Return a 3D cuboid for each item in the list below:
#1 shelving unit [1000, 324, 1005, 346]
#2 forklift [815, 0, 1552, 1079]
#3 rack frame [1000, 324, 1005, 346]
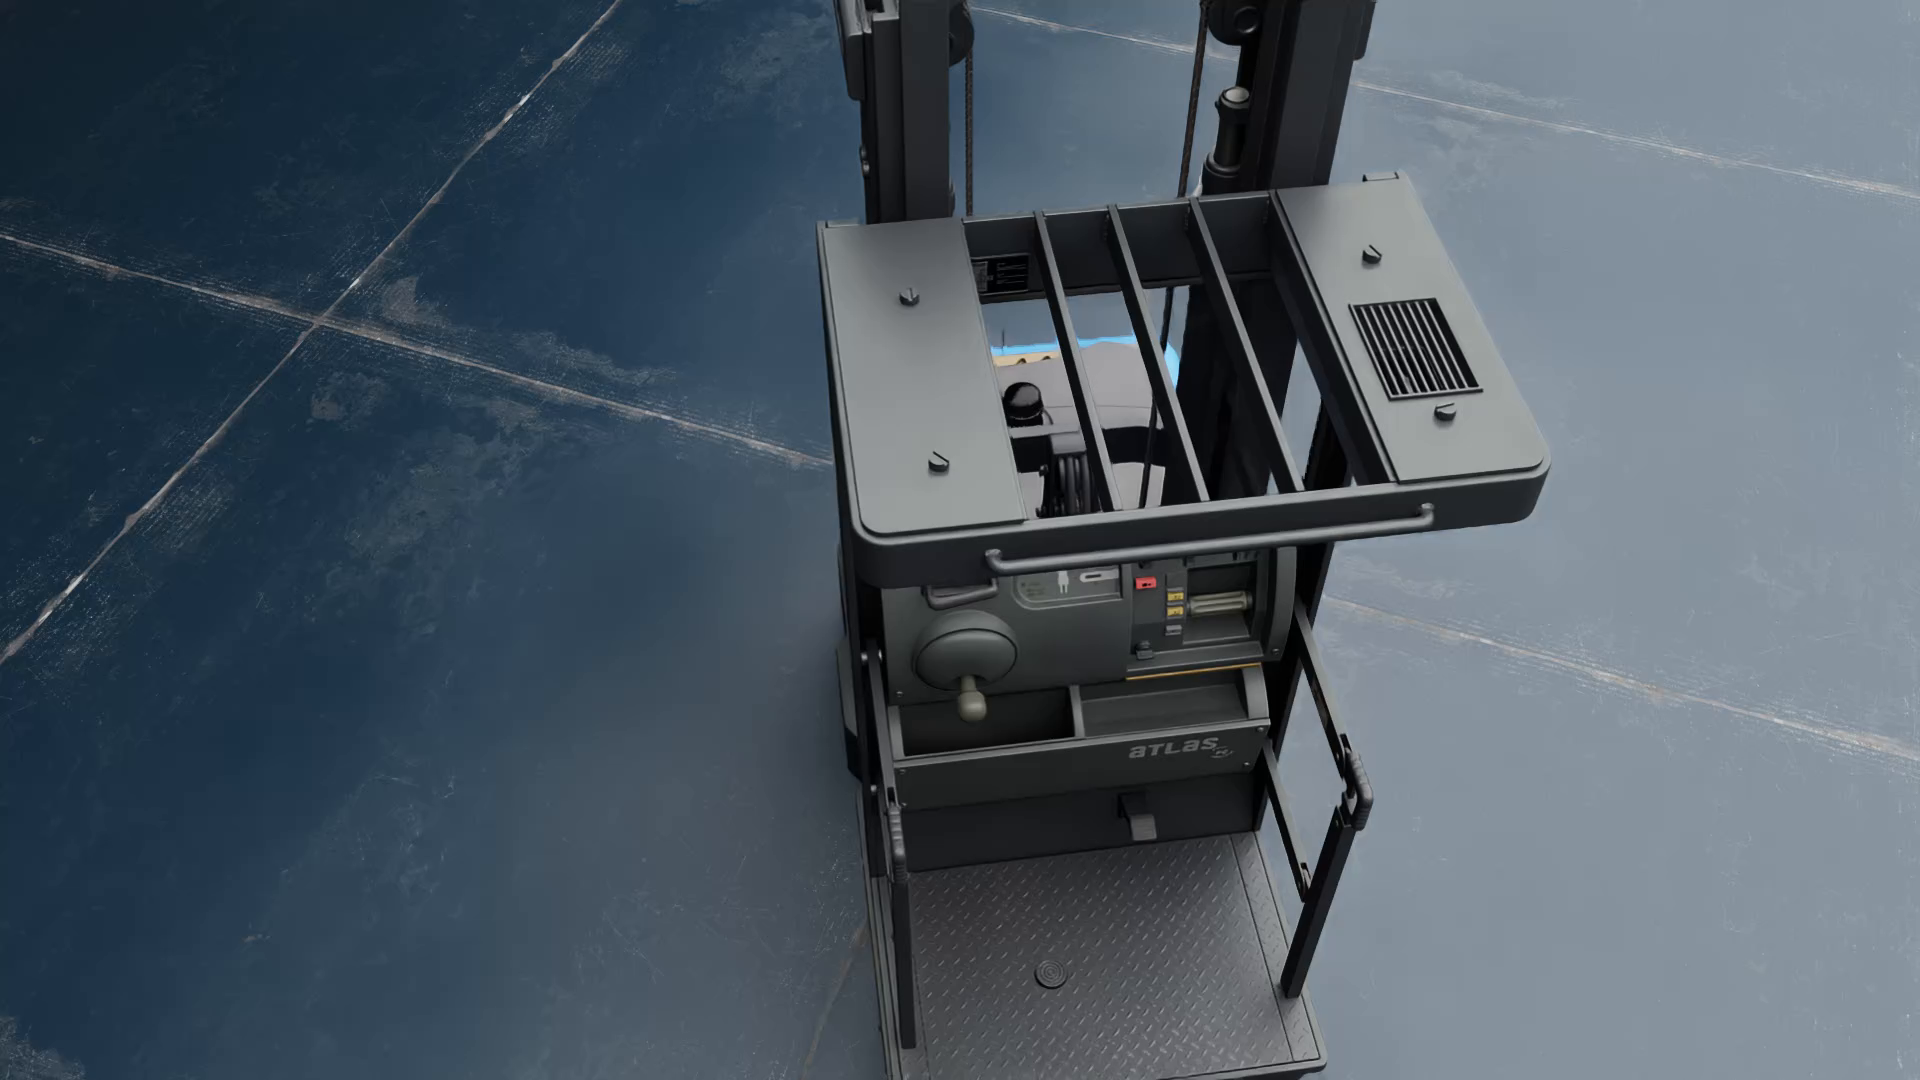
[{"bbox_3d":[0.001,-0.313,5.426,0.210,0.900,0.258,15,51,12],"label":"shelving unit"},{"bbox_3d":[0.321,0.281,3.567,1.130,2.935,3.031,-6,49,-5],"label":"forklift"},{"bbox_3d":[0.097,-0.288,5.404,0.006,0.900,0.240,15,51,12],"label":"rack frame"}]
